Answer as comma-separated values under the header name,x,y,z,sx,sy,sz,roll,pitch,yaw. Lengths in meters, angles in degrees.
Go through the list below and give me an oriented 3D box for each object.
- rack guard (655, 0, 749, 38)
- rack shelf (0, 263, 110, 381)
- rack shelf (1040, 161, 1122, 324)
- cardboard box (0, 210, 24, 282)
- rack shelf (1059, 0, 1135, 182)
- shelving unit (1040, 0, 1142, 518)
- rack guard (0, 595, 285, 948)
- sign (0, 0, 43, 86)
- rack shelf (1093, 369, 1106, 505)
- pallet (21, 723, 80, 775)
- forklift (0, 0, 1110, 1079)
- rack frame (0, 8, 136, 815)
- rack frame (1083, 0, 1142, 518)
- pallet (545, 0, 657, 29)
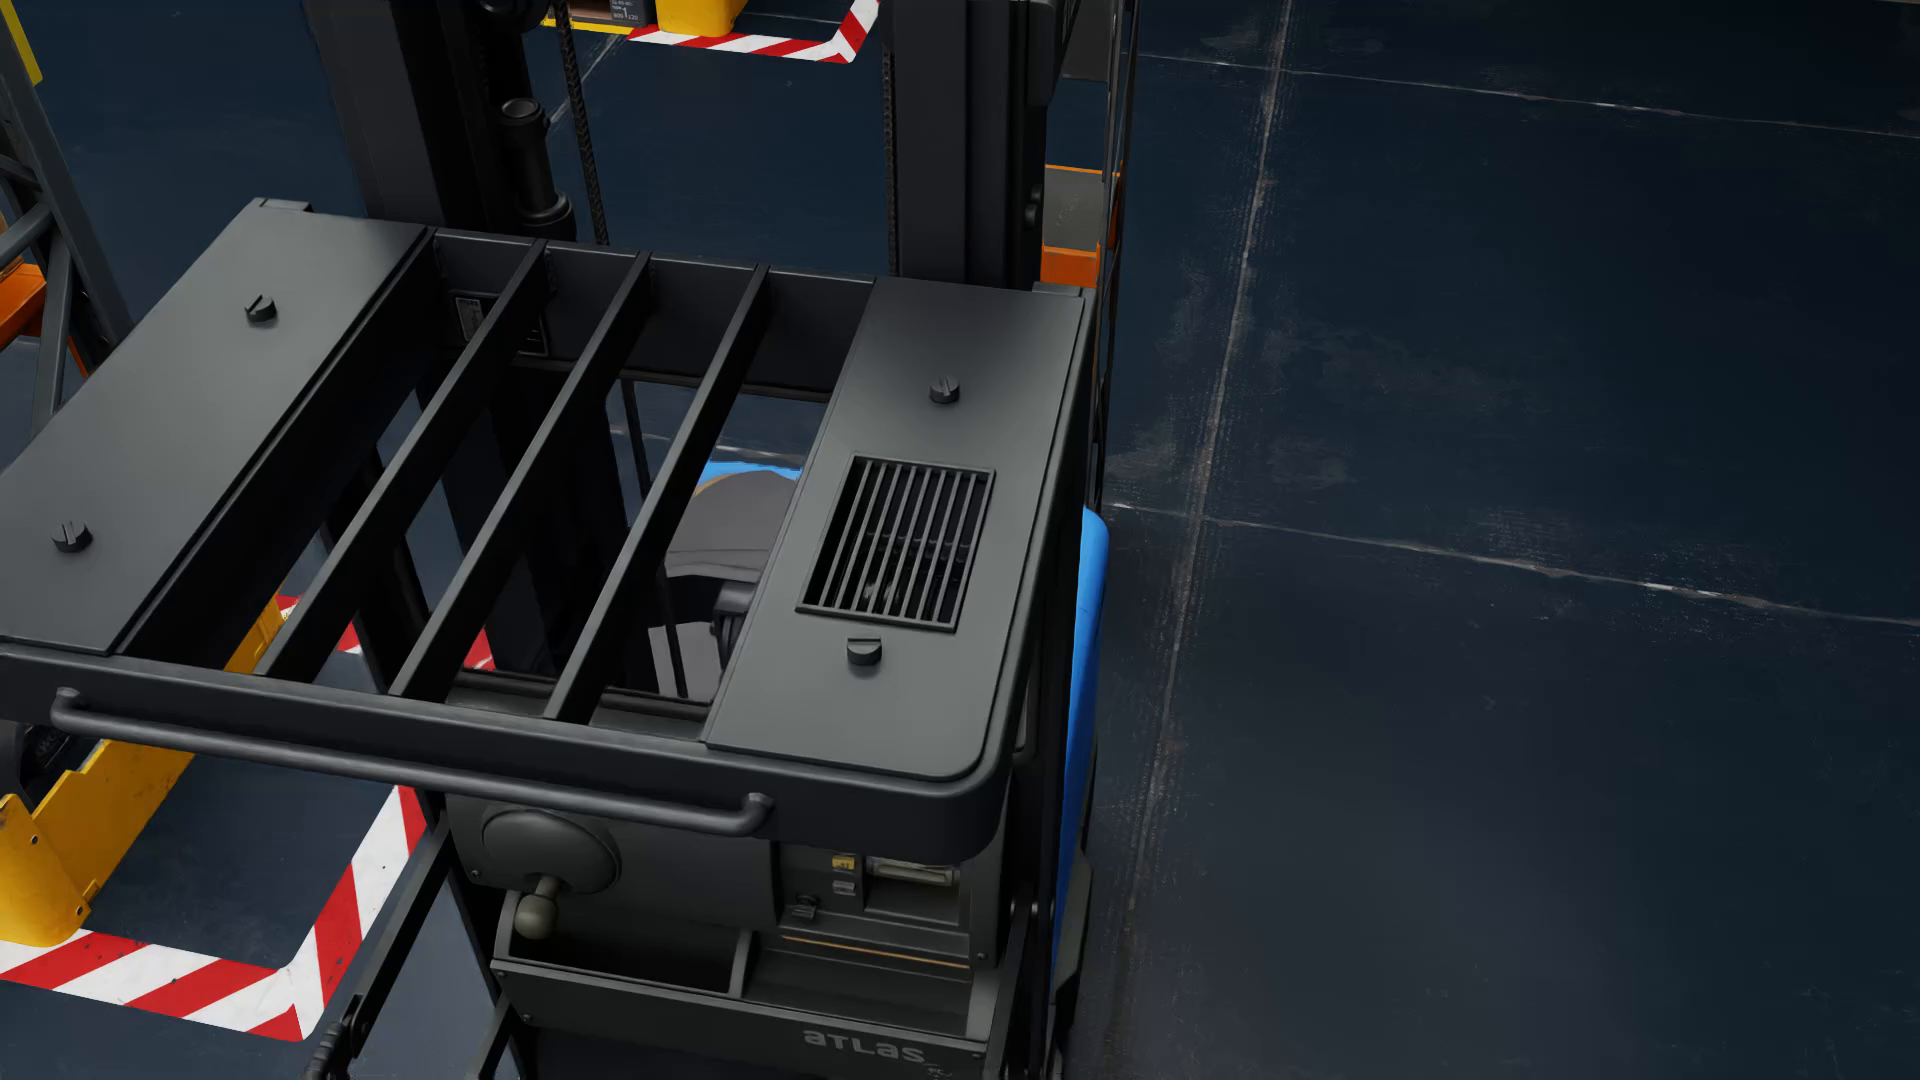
name,x,y,z,sx,sy,sz,roll,pitch,yaw
rack guard,-1.119,-2.905,7.907,0.348,0.500,1.175,9,45,9
rack shelf,-4.172,-0.500,4.125,4.000,0.370,1.077,9,45,9
rack shelf,0.162,-0.722,4.505,0.480,0.518,0.431,9,45,9
cardboard box,-2.596,-0.738,3.781,0.500,0.500,0.500,10,45,10
rack shelf,0.162,-1.226,4.020,0.480,0.518,0.431,9,45,9
shelving unit,0.162,-0.731,4.496,0.503,2.100,0.431,9,45,9
rack guard,-2.295,0.433,4.440,0.348,0.500,1.175,9,45,9
sign,-2.102,-1.135,3.642,0.005,0.325,0.100,9,45,9
rack shelf,0.162,-0.217,4.991,0.480,0.518,0.431,9,45,9
pallet,-3.073,0.417,4.665,1.213,0.211,1.003,9,45,9
forklift,-0.424,0.580,2.534,1.130,2.935,3.031,7,44,8
rack frame,-2.221,-0.456,3.561,0.127,3.000,1.000,9,45,9
rack frame,0.400,-0.694,4.457,0.015,2.100,0.400,9,45,9
pallet,-1.940,-2.873,8.082,1.213,0.211,1.003,9,45,9
